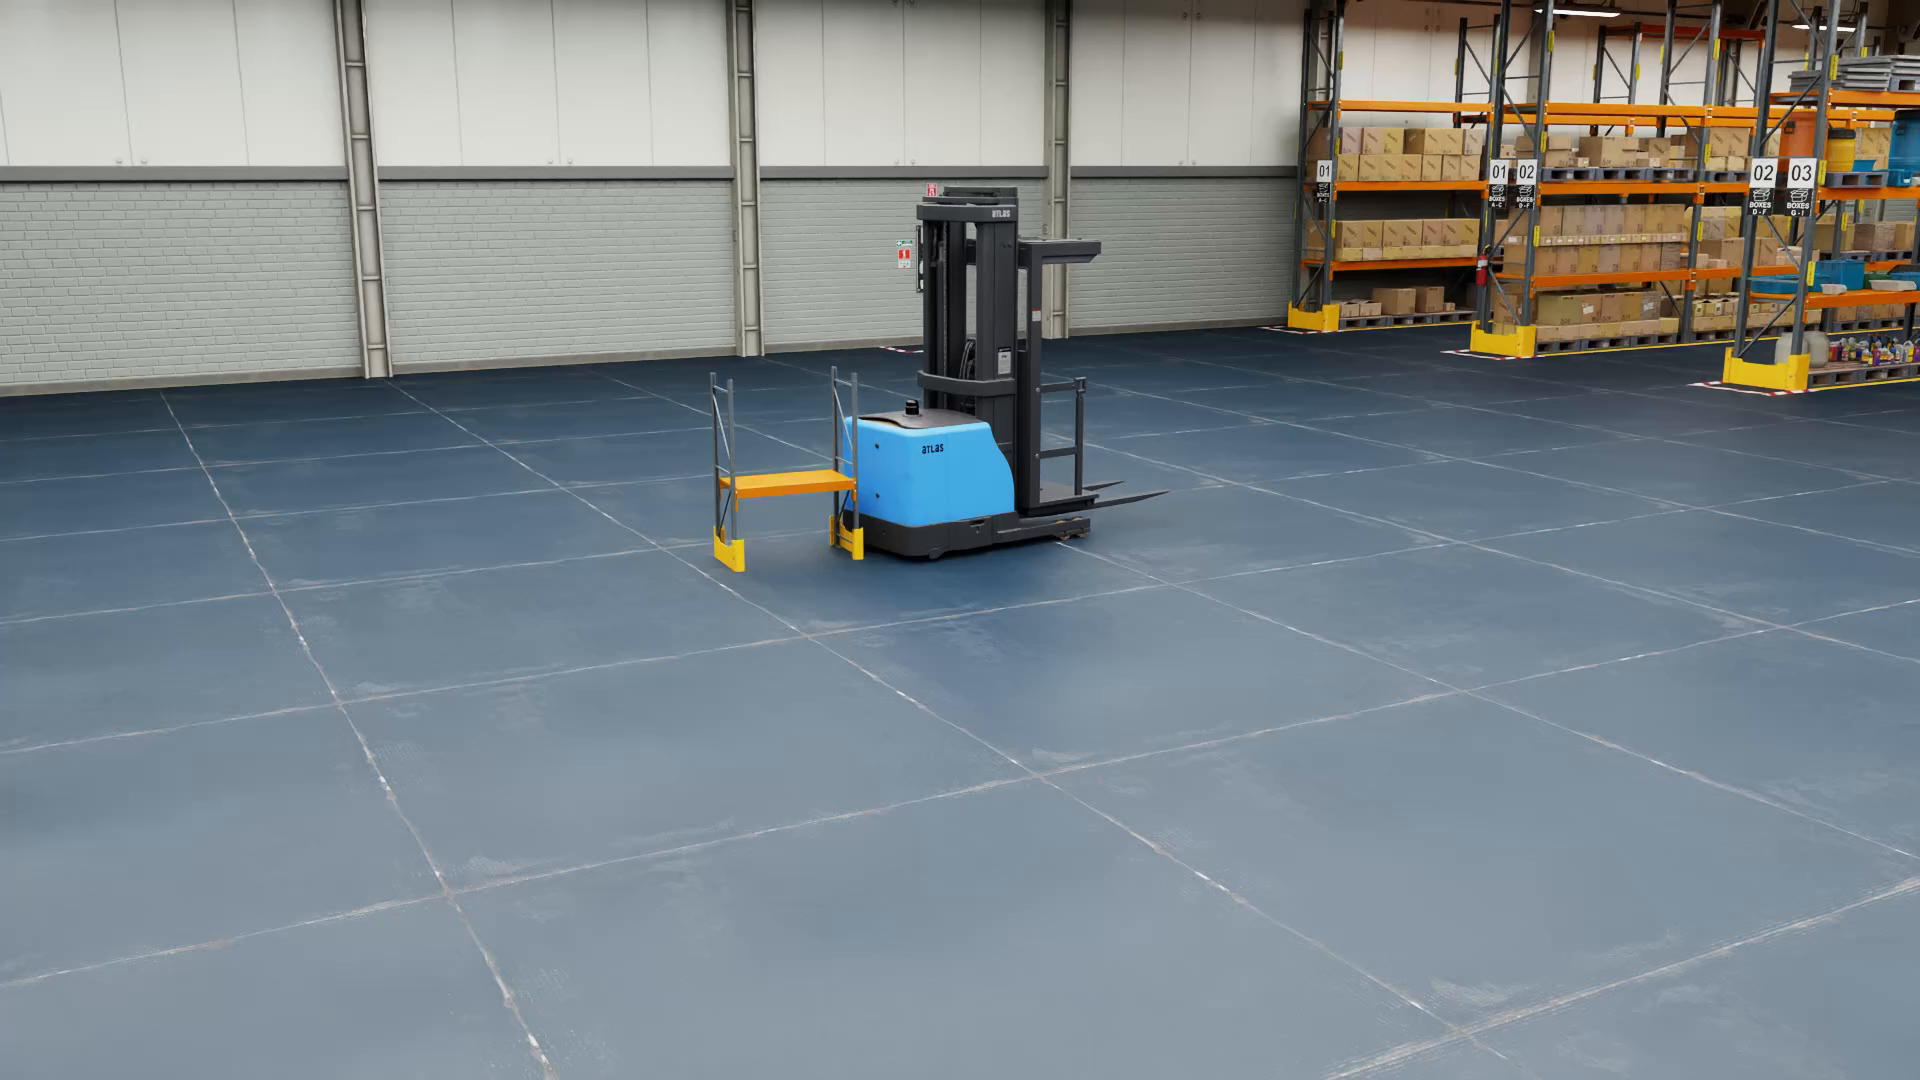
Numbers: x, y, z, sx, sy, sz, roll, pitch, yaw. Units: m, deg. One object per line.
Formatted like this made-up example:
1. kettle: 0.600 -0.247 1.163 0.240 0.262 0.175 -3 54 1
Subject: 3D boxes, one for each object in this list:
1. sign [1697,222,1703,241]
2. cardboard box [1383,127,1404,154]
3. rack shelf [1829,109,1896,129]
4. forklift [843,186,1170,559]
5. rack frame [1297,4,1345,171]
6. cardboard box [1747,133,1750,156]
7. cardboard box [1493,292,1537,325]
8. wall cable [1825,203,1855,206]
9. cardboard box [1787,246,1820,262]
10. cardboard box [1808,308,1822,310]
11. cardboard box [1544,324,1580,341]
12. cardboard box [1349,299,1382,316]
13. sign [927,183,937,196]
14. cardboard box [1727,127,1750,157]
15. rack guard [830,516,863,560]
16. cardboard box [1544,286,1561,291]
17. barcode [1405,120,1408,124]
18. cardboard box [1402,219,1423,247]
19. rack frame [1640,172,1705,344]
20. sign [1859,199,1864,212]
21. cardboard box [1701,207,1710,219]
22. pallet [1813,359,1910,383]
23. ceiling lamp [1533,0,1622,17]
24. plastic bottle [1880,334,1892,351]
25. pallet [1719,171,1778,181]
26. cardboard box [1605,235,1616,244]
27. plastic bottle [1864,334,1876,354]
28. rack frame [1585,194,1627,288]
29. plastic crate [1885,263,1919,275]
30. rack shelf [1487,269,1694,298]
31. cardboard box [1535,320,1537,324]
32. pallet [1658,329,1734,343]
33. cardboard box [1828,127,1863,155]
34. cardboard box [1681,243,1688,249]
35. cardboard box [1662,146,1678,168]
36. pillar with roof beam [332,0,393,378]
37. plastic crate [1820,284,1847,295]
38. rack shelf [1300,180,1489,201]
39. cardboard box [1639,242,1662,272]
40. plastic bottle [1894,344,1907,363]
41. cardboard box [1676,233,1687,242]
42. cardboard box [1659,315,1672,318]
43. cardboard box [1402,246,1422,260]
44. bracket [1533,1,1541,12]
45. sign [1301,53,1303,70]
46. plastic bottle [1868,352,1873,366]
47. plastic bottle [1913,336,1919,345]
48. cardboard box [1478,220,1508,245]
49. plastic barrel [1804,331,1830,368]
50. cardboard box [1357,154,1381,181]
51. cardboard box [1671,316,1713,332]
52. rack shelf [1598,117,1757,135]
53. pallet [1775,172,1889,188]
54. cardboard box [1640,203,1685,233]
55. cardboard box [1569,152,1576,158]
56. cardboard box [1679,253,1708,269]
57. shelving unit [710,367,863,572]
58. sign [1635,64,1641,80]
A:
1. sign: 12.971 -5.405 29.143 0.005 0.325 0.100 -7 14 -28
2. cardboard box: 8.179 -7.687 32.052 0.500 0.500 0.500 -6 14 -26
3. rack shelf: 17.970 -8.063 31.991 4.000 0.370 1.077 -7 14 -28
4. forklift: 0.498 -1.513 14.158 3.031 2.935 1.130 -10 16 -36
5. rack frame: 6.816 -8.511 31.433 0.127 3.000 1.000 -7 14 -28
6. cardboard box: 17.850 -8.975 37.775 0.500 0.500 0.500 -7 14 -28
7. cardboard box: 9.521 -3.973 28.531 0.500 0.500 0.500 -7 14 -28
8. wall cable: 21.530 -8.080 40.868 1.851 1.984 0.084 -7 14 -28
9. cardboard box: 15.874 -5.399 31.469 0.500 0.311 0.500 -6 14 -24
10. cardboard box: 15.873 -4.506 31.330 0.500 0.311 0.500 -6 14 -26
11. cardboard box: 10.207 -3.561 28.405 0.500 0.250 0.500 -7 14 -28
12. cardboard box: 7.967 -4.603 32.852 0.500 0.311 0.500 -6 14 -23
13. sign: -0.493 -6.090 29.060 0.199 0.298 0.001 -7 14 -28
14. cardboard box: 13.753 -7.134 29.821 0.500 0.500 0.500 -5 14 -22
15. rack guard: -0.932 -0.023 13.641 0.087 0.250 0.587 -6 14 -24
16. cardboard box: 12.300 -5.246 35.279 0.500 0.500 0.700 -7 14 -28
17. barcode: 8.901 -8.332 33.142 0.075 0.075 0.001 -7 14 -28
18. cardboard box: 8.721 -6.039 32.700 0.500 0.500 0.500 -6 14 -26
19. rack frame: 12.704 -5.051 29.722 0.127 3.000 1.000 -7 14 -28
20. sign: 21.107 -7.842 38.947 0.005 0.325 0.100 -7 14 -28
21. cardboard box: 16.160 -7.212 36.667 0.500 0.250 0.500 -7 14 -27
22. pallet: 13.392 -2.544 24.932 1.213 0.211 1.003 -7 14 -28
23. ceiling lamp: 11.553 -11.225 30.197 2.000 3.185 0.800 -7 14 -28
24. plastic bottle: 14.235 -2.986 25.575 0.185 0.351 0.144 -7 14 -28
25. pallet: 14.682 -6.636 30.364 1.213 0.211 1.003 -6 14 -25
26. cardboard box: 10.990 -5.157 28.486 0.250 0.149 0.380 -7 14 -27
27. plastic bottle: 14.001 -2.994 25.611 0.185 0.351 0.144 -8 15 -30
28. rack frame: 13.838 -6.426 35.832 0.127 3.000 1.000 -7 14 -28
29. plastic crate: 14.553 -4.035 25.349 0.504 0.338 0.767 -7 14 -28
30. rack shelf: 10.948 -4.490 28.866 4.000 0.370 1.077 -7 14 -28
31. cardboard box: 9.955 -3.662 28.855 0.500 0.250 0.500 -7 14 -28
32. pallet: 13.332 -3.776 30.406 1.213 0.211 1.003 -7 14 -28
33. cardboard box: 16.601 -7.517 31.340 0.500 0.500 0.500 -7 14 -28
34. cardboard box: 15.813 -6.493 36.656 0.250 0.149 0.380 -6 14 -26
35. cardboard box: 15.168 -8.337 36.259 0.500 0.500 0.700 -6 14 -25
36. pillar with roof beam: -6.721 -6.028 20.401 0.400 9.000 9.100 -7 14 -28
37. plastic crate: 12.502 -3.579 23.780 0.250 0.136 0.298 -7 14 -28
38. rack shelf: 8.571 -6.907 32.777 4.000 0.370 1.077 -7 14 -28
39. cardboard box: 11.857 -4.995 29.246 0.500 0.500 0.700 -7 14 -28
40. plastic bottle: 14.050 -2.788 24.868 0.135 0.276 0.152 -7 14 -27
41. cardboard box: 12.568 -5.346 29.329 0.250 0.149 0.380 -7 14 -28
42. cardboard box: 12.929 -4.014 30.419 0.500 0.250 0.500 -7 14 -28
43. cardboard box: 8.740 -5.674 32.785 0.500 0.250 0.500 -7 14 -27
44. bracket: 12.088 -11.027 34.413 0.430 0.232 0.235 -7 14 -28
45. sign: 6.568 -9.153 31.798 0.005 0.325 0.100 -7 14 -28
46. plastic bottle: 13.394 -2.666 24.496 0.097 0.201 0.097 0 13 0
47. plastic bottle: 14.578 -2.923 25.296 0.185 0.351 0.144 -7 14 -28
48. cardboard box: 10.790 -6.316 34.111 0.500 0.500 0.700 -7 14 -28
49. plastic barrel: 12.544 -2.803 24.443 0.421 0.512 0.421 0 13 0
50. cardboard box: 7.718 -7.143 31.912 0.500 0.500 0.500 -6 14 -24
51. cardboard box: 13.176 -3.909 29.954 0.500 0.250 0.500 -7 15 -29
52. rack shelf: 15.593 -9.017 36.231 4.000 0.370 1.077 -7 14 -28
53. pallet: 12.336 -5.115 23.603 1.213 0.211 1.003 -7 14 -28
54. cardboard box: 12.317 -5.685 29.355 0.500 0.500 0.700 -7 14 -28
55. cardboard box: 10.077 -6.466 28.242 0.500 0.250 0.500 -7 14 -28
56. cardboard box: 13.115 -5.038 30.006 0.500 0.250 0.500 -6 14 -24
57. shelving unit: -1.386 -0.587 13.303 1.083 1.500 0.587 -6 14 -24
58. sign: 14.106 -9.744 34.602 0.005 0.325 0.100 -7 14 -28
